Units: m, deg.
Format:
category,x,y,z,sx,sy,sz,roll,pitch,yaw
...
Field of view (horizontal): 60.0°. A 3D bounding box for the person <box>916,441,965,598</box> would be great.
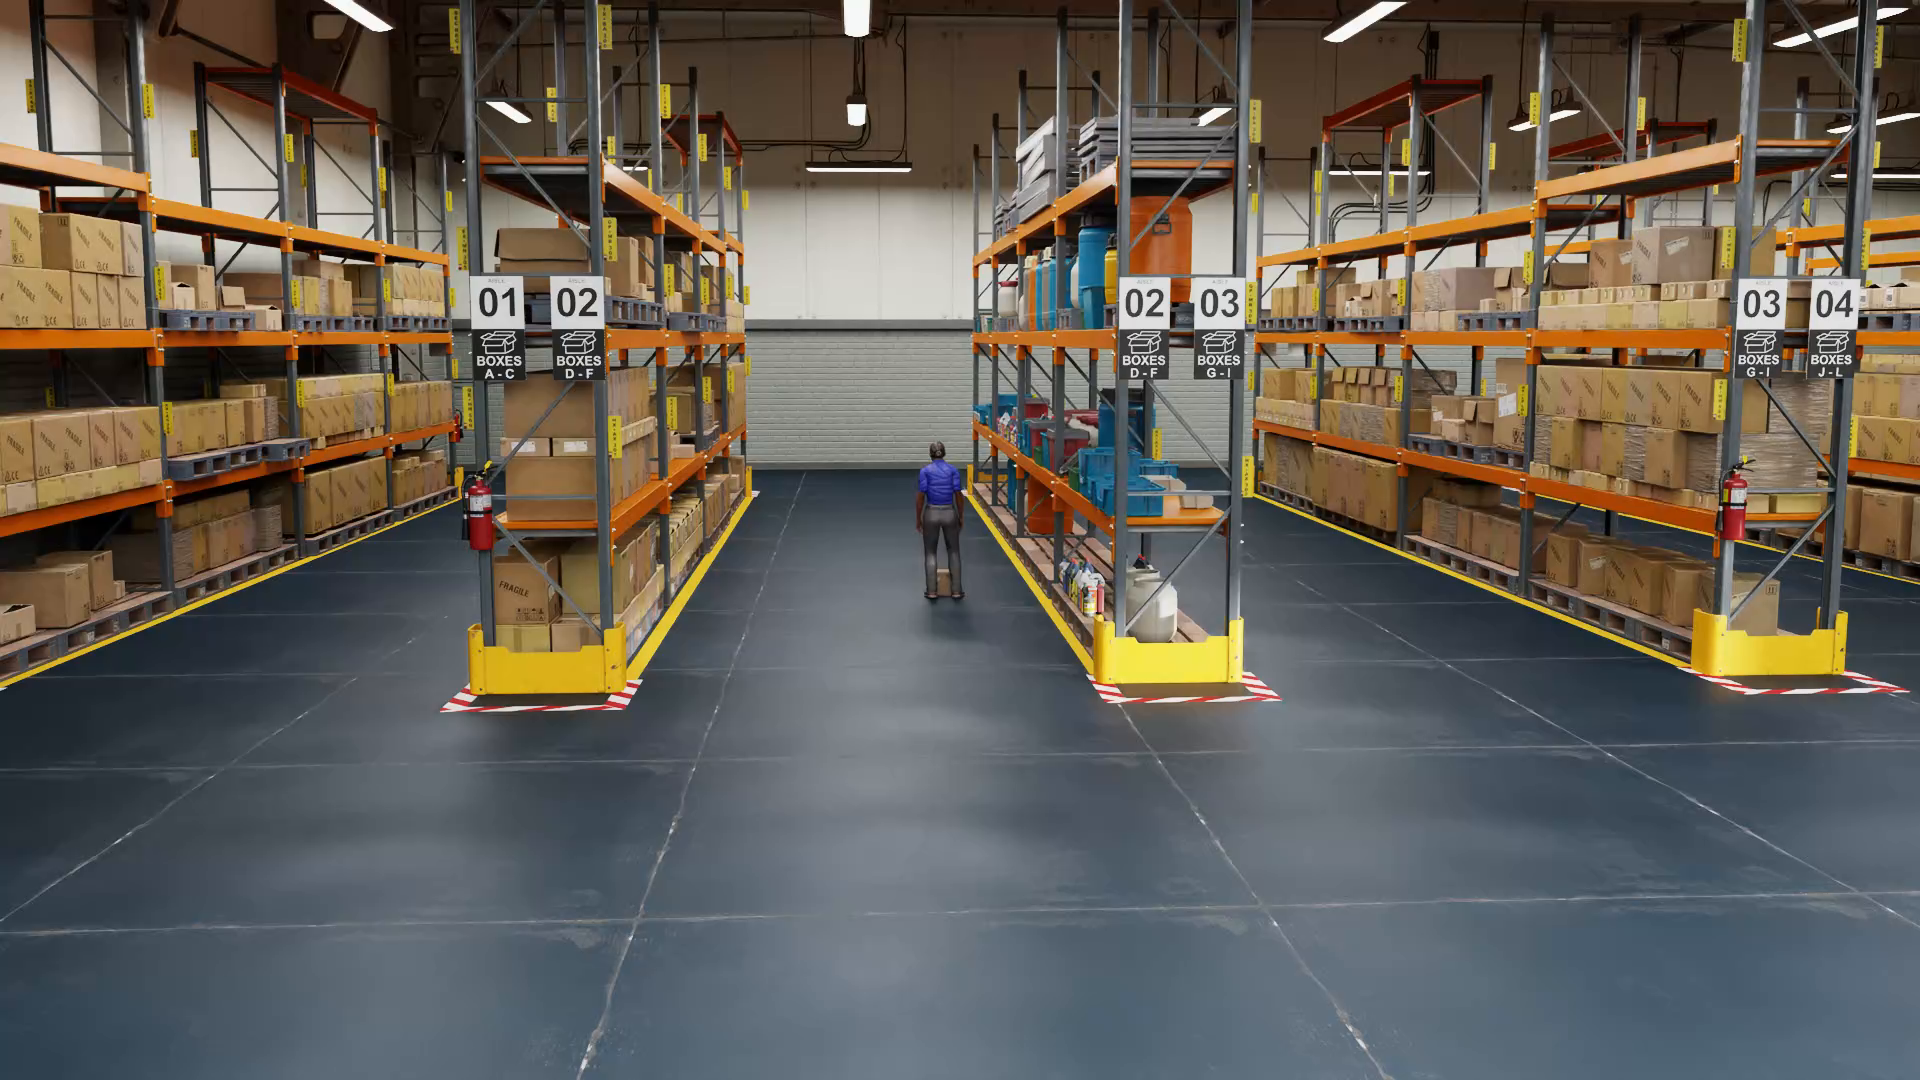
category,x,y,z,sx,sy,sz,roll,pitch,yaw
person,-0.200,-0.215,17.525,0.530,1.656,0.346,-1,7,-6
